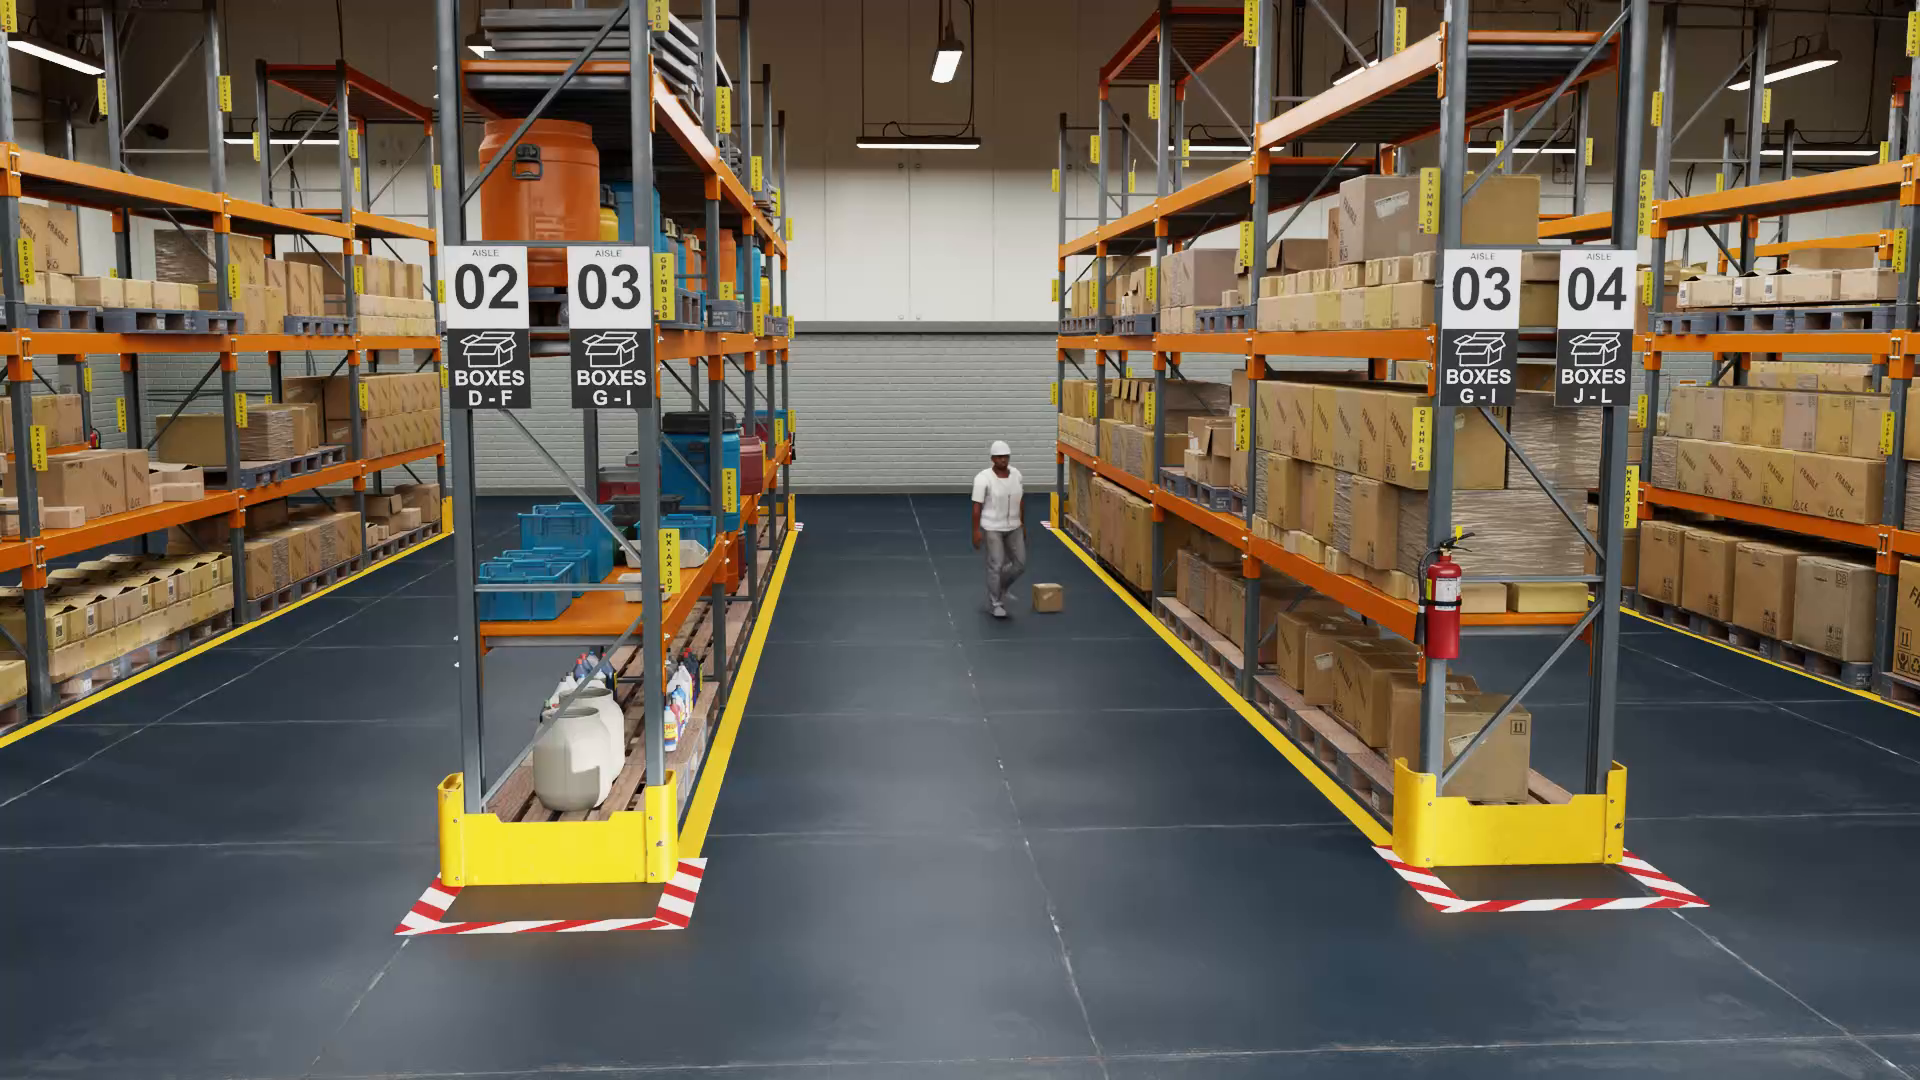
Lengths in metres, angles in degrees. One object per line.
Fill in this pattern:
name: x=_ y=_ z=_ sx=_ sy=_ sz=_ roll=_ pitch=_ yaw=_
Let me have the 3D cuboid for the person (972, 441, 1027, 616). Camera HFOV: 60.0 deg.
person: x=0.387 y=-0.117 z=16.595 sx=0.620 sy=1.760 sz=0.562 roll=-4 pitch=8 yaw=-28
